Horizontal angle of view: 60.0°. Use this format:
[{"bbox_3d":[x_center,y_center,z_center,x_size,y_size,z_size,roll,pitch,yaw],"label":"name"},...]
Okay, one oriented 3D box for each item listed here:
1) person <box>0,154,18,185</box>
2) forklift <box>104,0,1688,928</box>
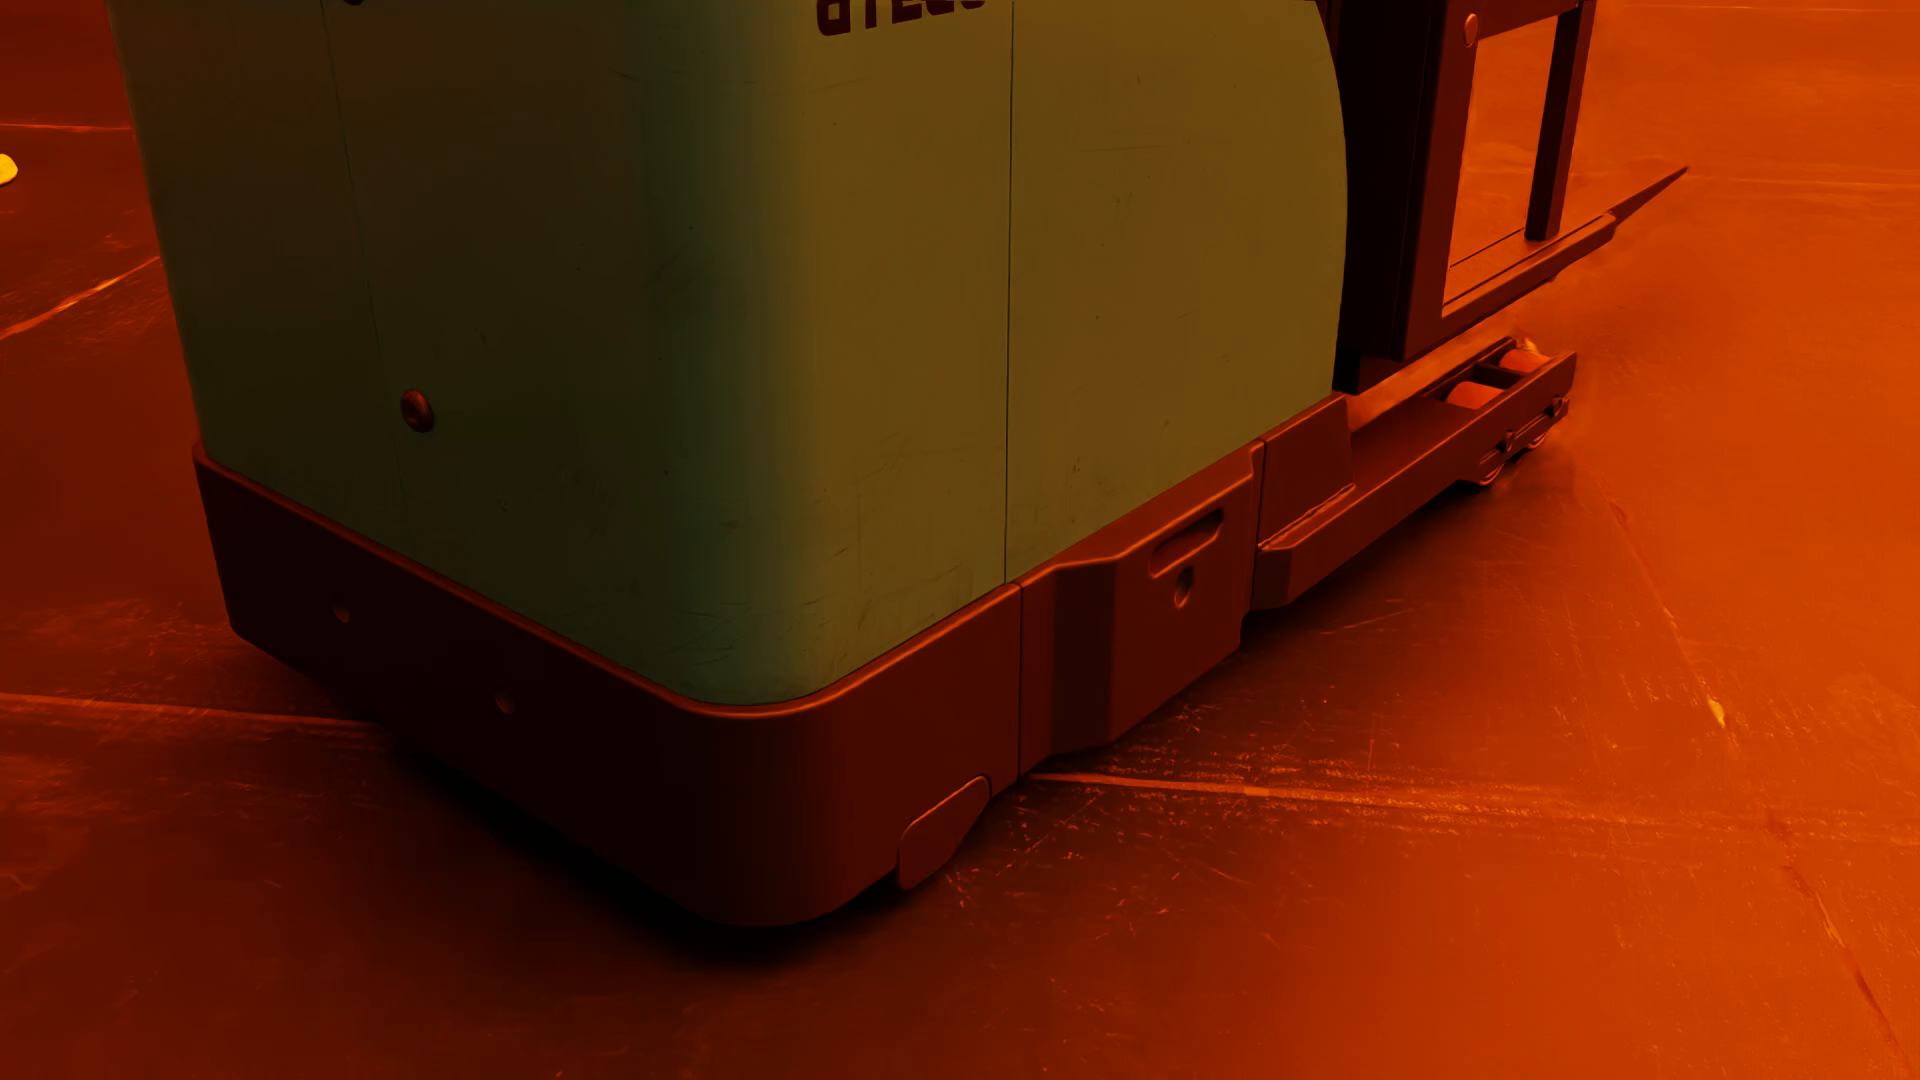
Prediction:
[{"bbox_3d":[-2.684,-1.638,3.918,0.829,1.736,0.644,7,27,14],"label":"person"},{"bbox_3d":[0.384,-1.525,2.274,1.130,2.935,3.031,20,33,35],"label":"forklift"}]
